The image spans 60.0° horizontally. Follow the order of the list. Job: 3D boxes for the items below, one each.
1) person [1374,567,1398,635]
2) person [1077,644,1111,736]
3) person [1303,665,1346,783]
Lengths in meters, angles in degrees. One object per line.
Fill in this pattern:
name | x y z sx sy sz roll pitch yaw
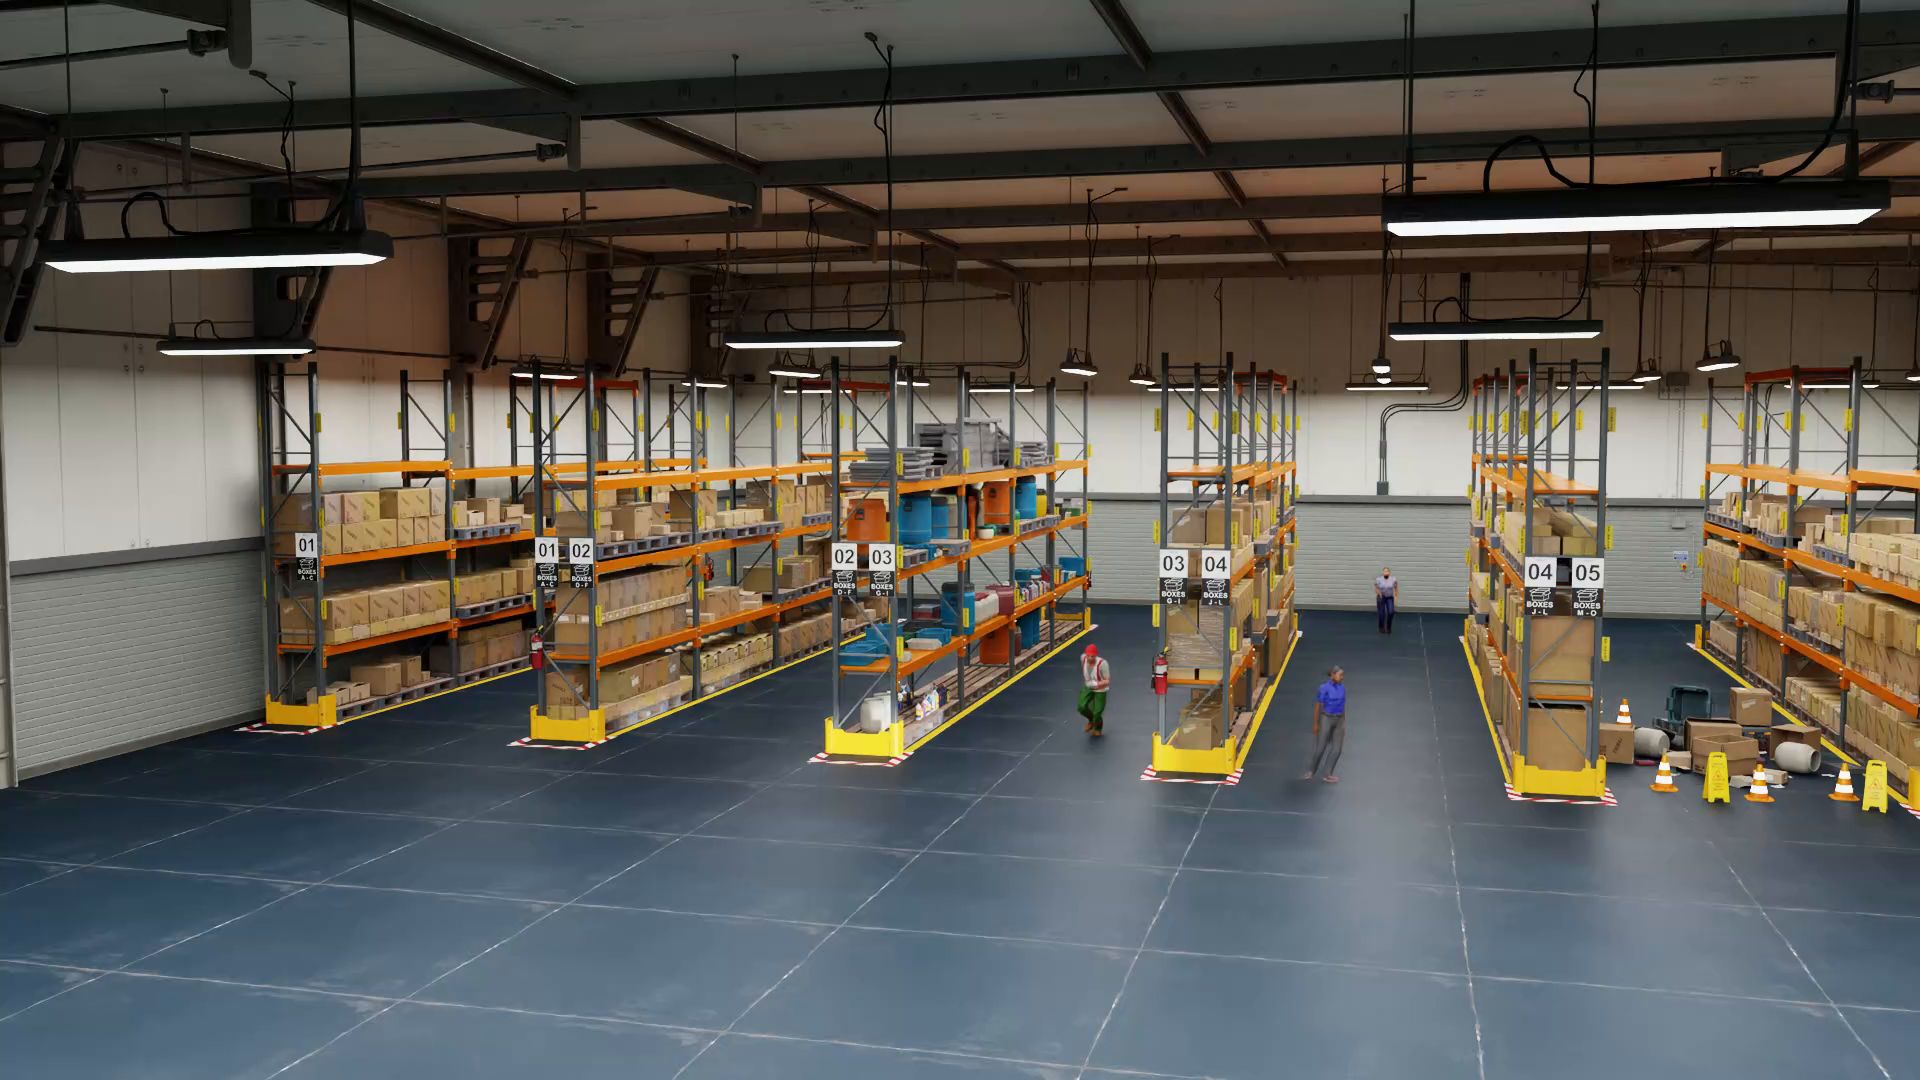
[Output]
person | 10.067 1.443 39.276 0.557 1.628 0.740 1 4 11
person | 2.101 2.372 26.220 0.699 1.540 1.016 2 5 28
person | 5.091 2.554 23.189 0.581 1.641 0.448 -2 5 -27
